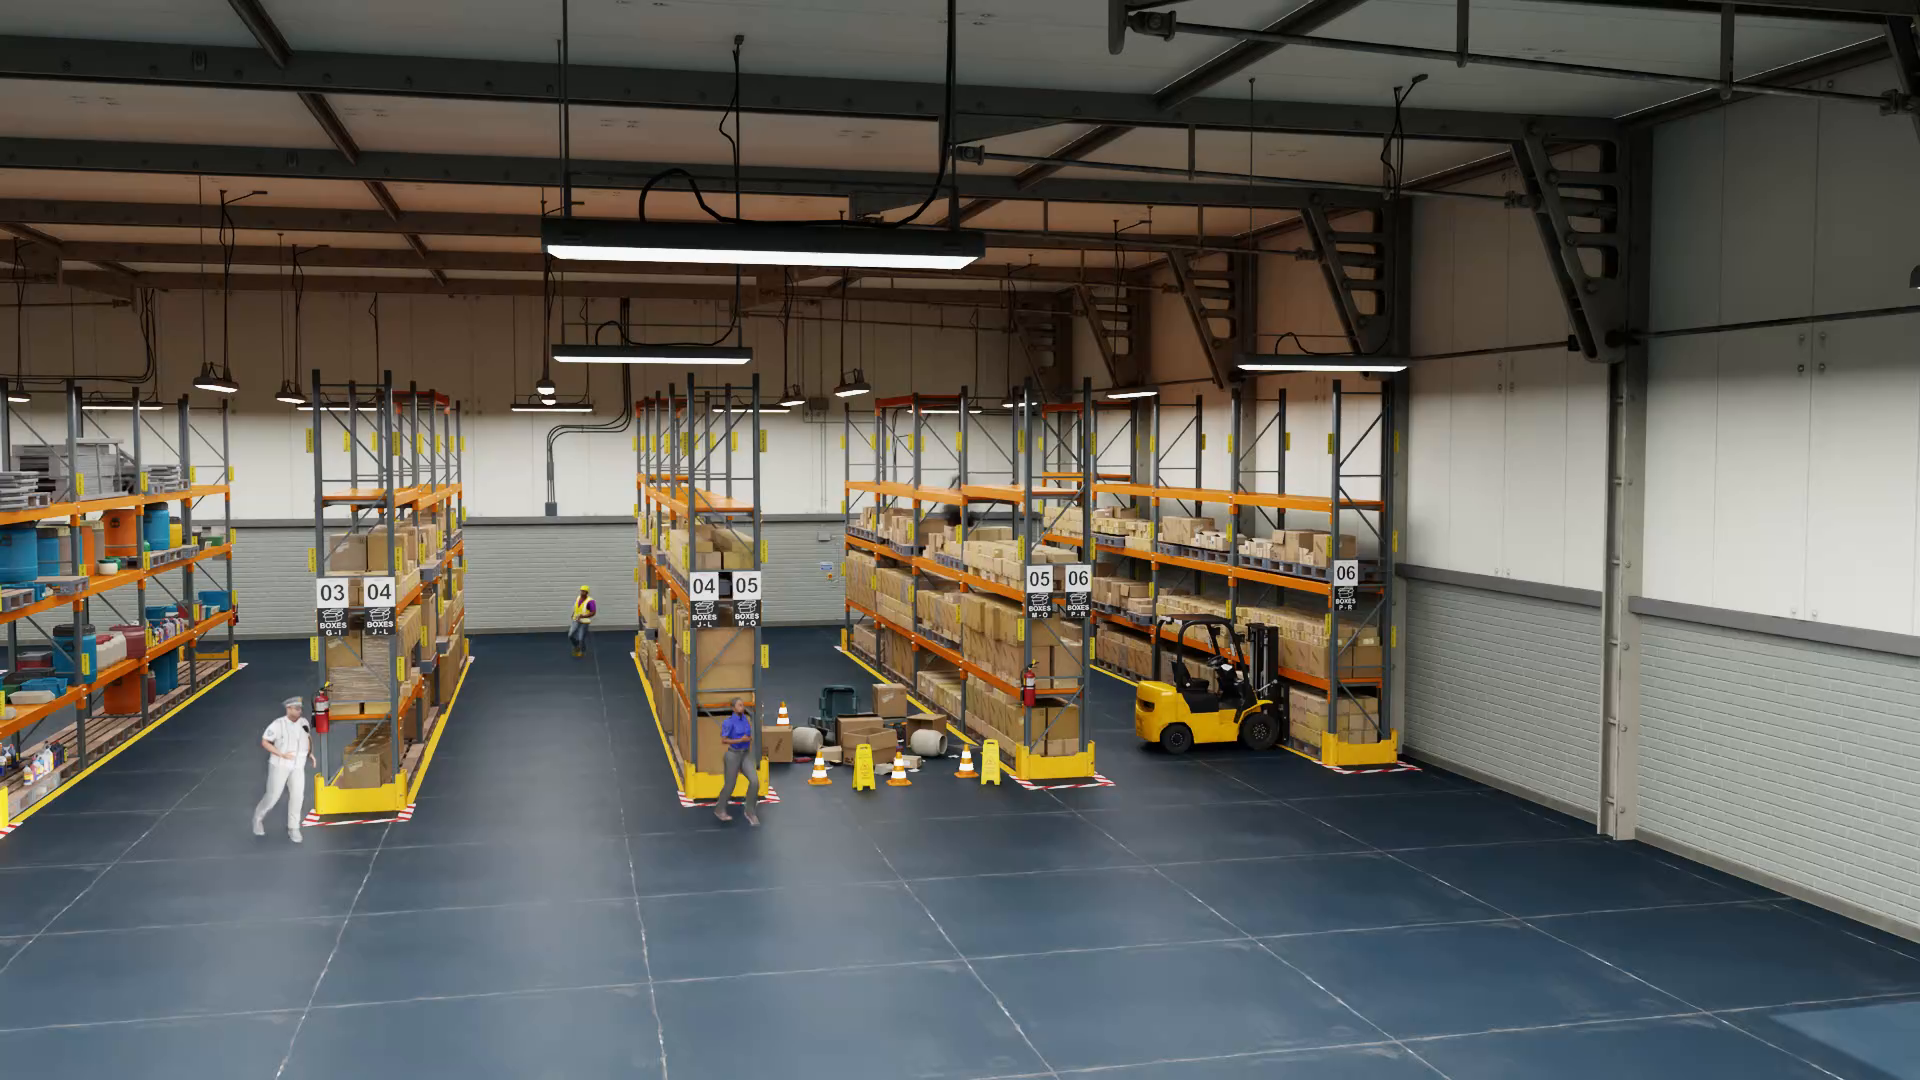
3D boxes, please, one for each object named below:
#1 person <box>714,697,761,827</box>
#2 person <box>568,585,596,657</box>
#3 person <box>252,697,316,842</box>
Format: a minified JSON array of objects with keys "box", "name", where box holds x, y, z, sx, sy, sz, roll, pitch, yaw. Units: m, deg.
[{"box":[-2.926,2.919,21.841,0.690,1.721,0.577,3,4,40],"name":"person"},{"box":[-8.796,1.899,38.786,0.712,1.707,0.609,1,4,20],"name":"person"},{"box":[-8.553,2.884,21.244,0.895,1.763,0.734,3,4,39],"name":"person"}]
